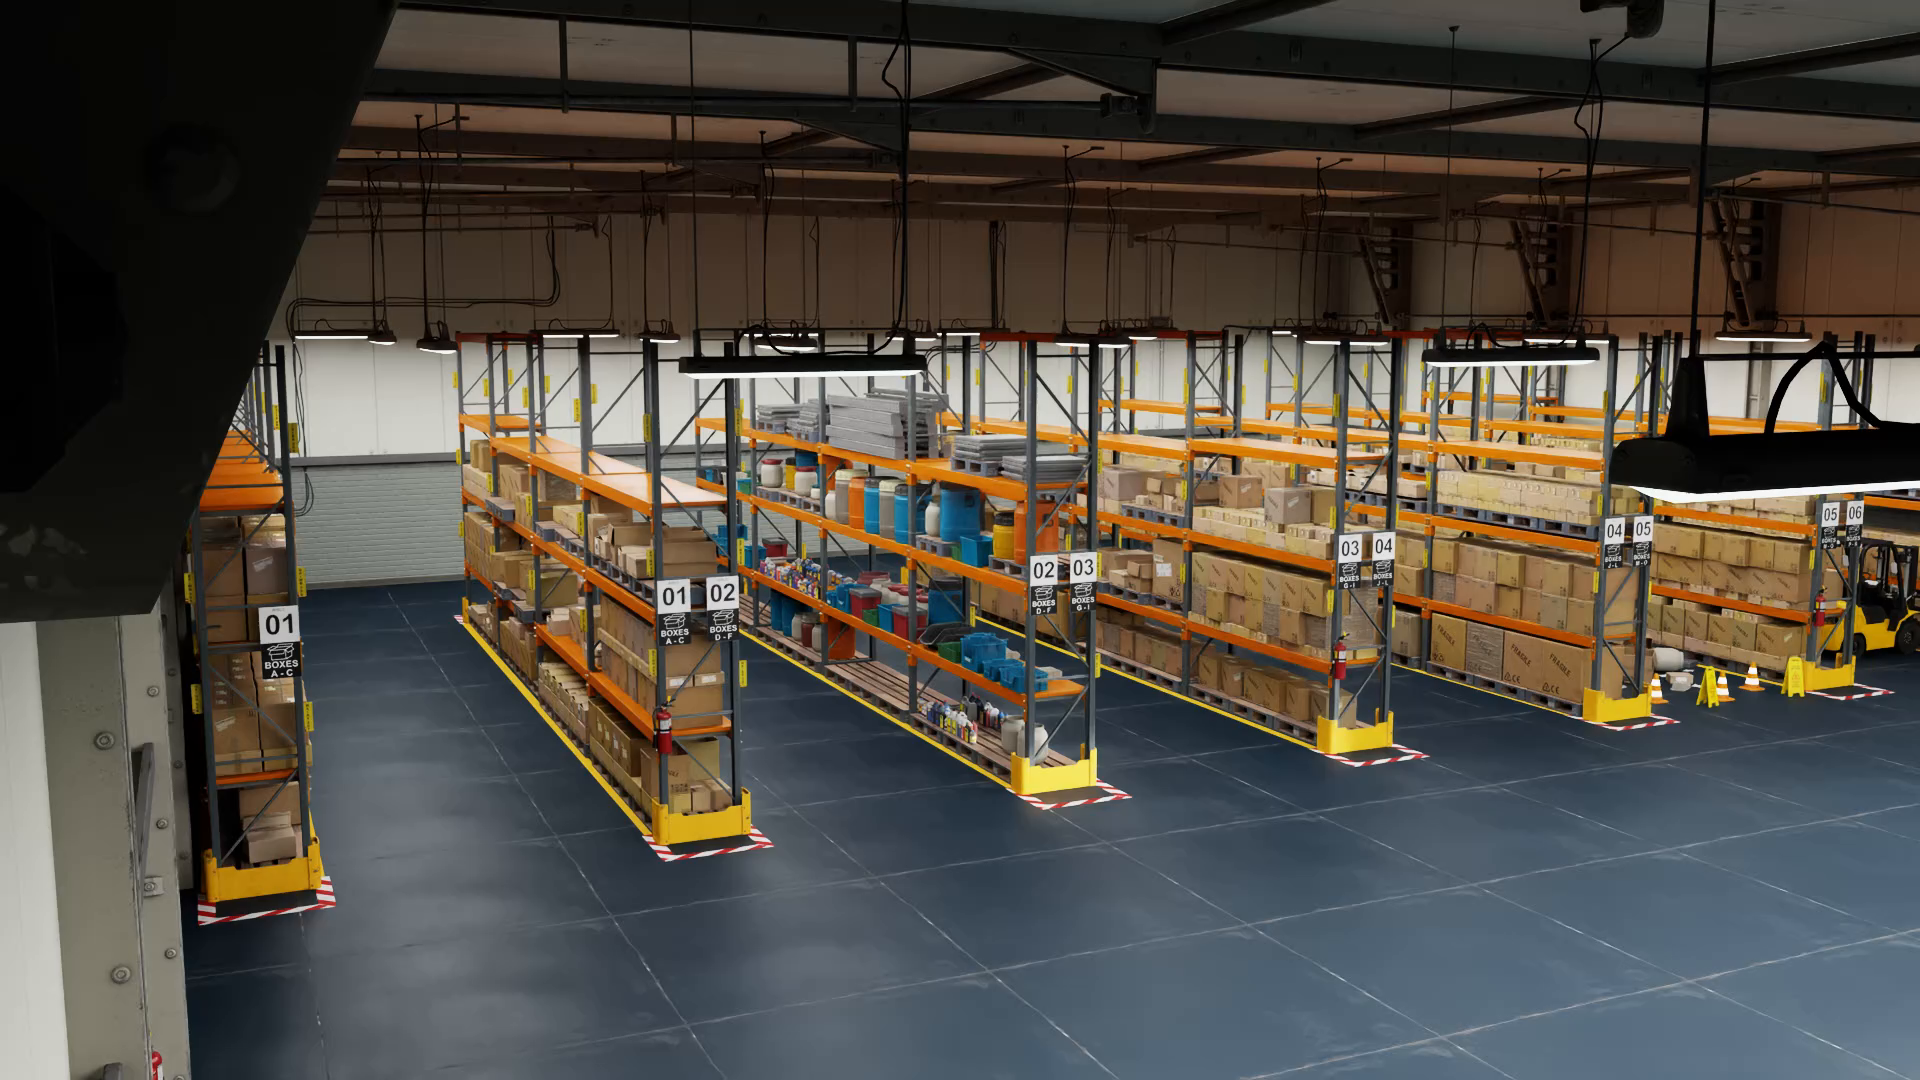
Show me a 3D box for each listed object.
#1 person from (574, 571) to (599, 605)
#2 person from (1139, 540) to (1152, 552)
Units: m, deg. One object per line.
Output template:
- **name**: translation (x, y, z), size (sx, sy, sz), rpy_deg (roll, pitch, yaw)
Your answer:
- **person**: translation (-7.698, 0.847, 34.356), size (0.566, 1.721, 1.084), rpy_deg (-4, 9, -27)
- **person**: translation (4.874, -0.385, 43.850), size (0.431, 1.599, 0.925), rpy_deg (7, 10, 40)
